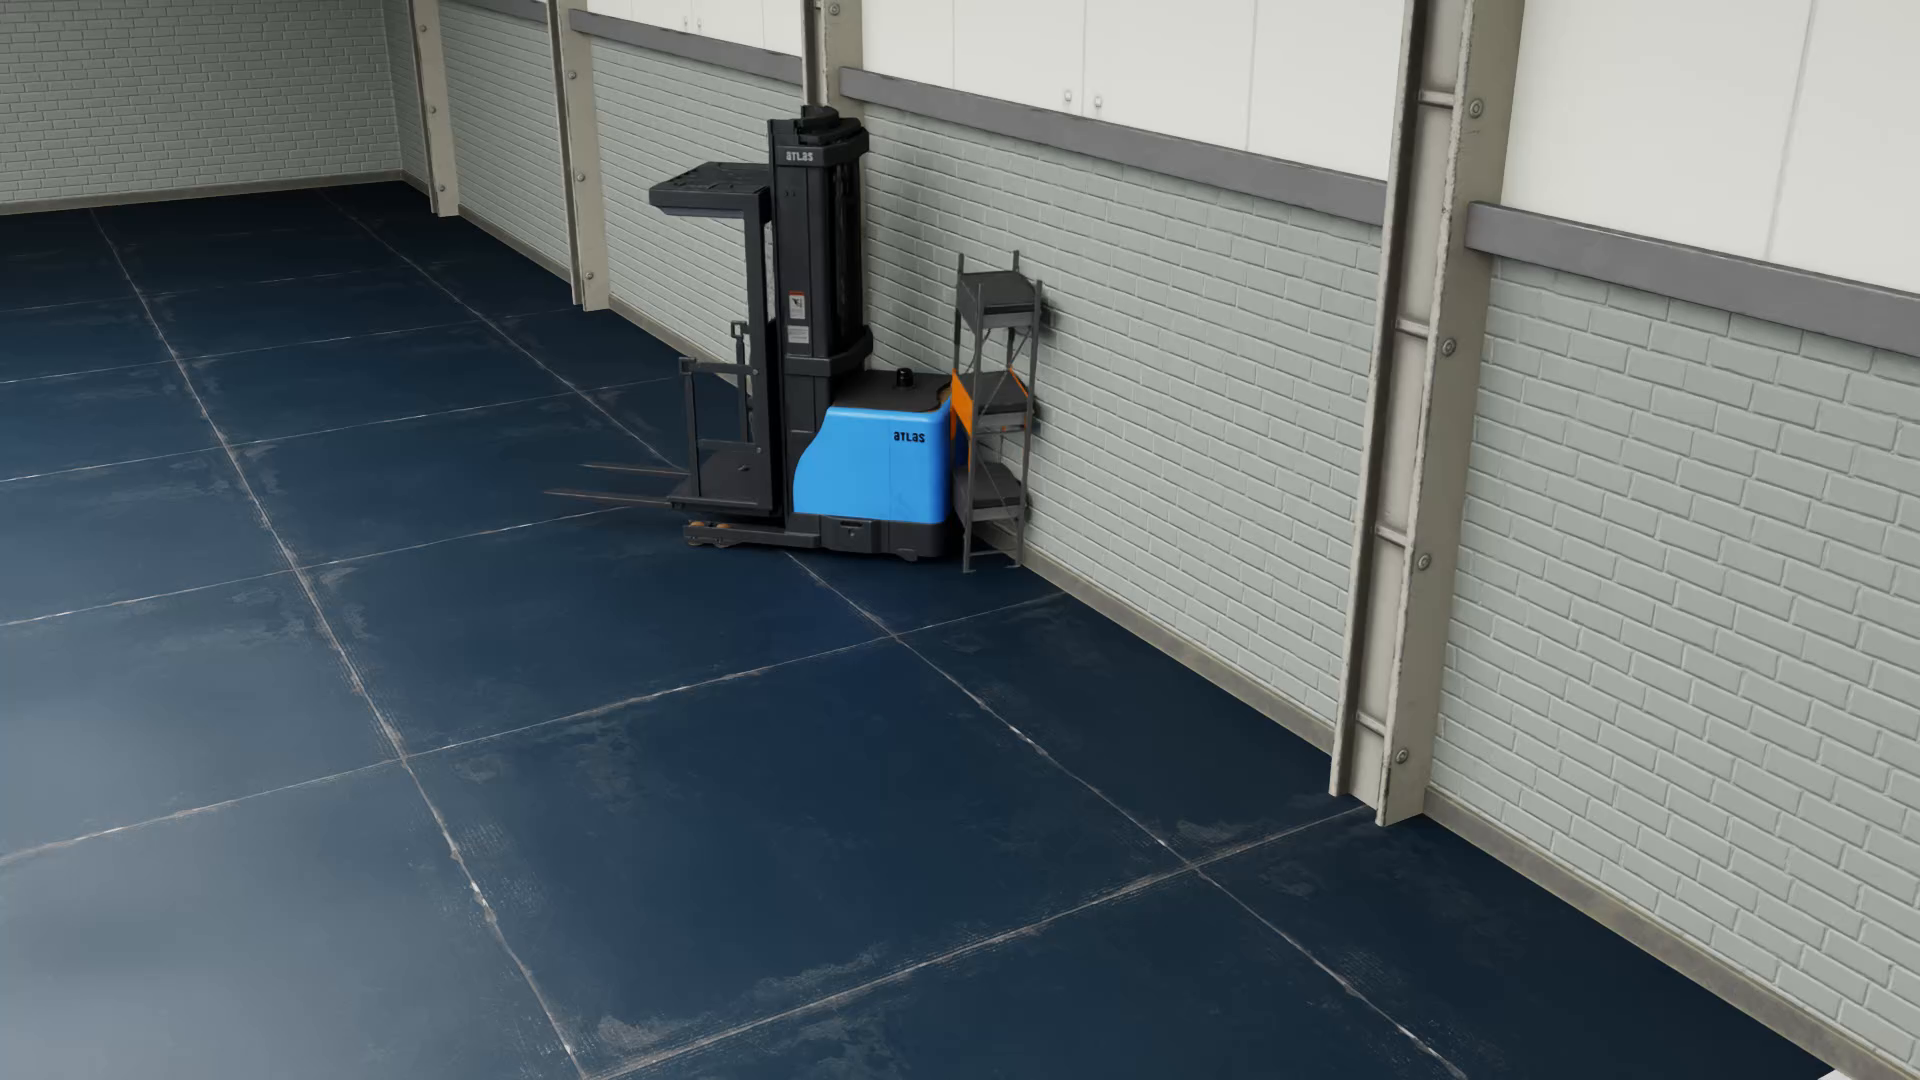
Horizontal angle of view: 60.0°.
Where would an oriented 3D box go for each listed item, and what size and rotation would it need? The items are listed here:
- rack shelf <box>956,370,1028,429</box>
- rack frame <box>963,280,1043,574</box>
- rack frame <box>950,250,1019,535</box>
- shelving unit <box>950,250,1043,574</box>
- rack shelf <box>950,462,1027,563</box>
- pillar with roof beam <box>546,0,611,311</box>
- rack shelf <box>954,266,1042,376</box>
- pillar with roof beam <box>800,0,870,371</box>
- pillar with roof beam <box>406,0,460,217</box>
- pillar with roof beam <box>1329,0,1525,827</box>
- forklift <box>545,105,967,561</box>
[{"bbox_3d":[0.207,-0.919,10.872,0.368,0.174,0.457,-6,33,-14],"label":"rack shelf"},{"bbox_3d":[0.266,-0.688,10.738,0.400,2.100,0.015,-6,33,-14],"label":"rack frame"},{"bbox_3d":[0.138,-0.940,11.135,0.400,2.100,0.015,-6,33,-14],"label":"rack frame"},{"bbox_3d":[0.202,-0.814,10.936,0.431,2.100,0.503,-6,33,-14],"label":"shelving unit"},{"bbox_3d":[0.169,-0.208,11.311,0.431,0.518,0.480,-6,33,-14],"label":"rack shelf"},{"bbox_3d":[-7.694,-5.887,14.344,9.100,9.000,0.400,-13,25,-28],"label":"pillar with roof beam"},{"bbox_3d":[0.233,-1.397,10.576,0.431,0.518,0.480,-6,33,-14],"label":"rack shelf"},{"bbox_3d":[-4.629,-3.945,9.566,9.100,9.000,0.400,-13,25,-28],"label":"pillar with roof beam"},{"bbox_3d":[-10.759,-7.829,19.123,9.100,9.000,0.400,-13,25,-28],"label":"pillar with roof beam"},{"bbox_3d":[-1.565,-2.002,4.787,9.100,9.000,0.400,-13,25,-28],"label":"pillar with roof beam"},{"bbox_3d":[-1.467,-1.488,11.580,3.031,2.935,1.130,5,23,12],"label":"forklift"}]
